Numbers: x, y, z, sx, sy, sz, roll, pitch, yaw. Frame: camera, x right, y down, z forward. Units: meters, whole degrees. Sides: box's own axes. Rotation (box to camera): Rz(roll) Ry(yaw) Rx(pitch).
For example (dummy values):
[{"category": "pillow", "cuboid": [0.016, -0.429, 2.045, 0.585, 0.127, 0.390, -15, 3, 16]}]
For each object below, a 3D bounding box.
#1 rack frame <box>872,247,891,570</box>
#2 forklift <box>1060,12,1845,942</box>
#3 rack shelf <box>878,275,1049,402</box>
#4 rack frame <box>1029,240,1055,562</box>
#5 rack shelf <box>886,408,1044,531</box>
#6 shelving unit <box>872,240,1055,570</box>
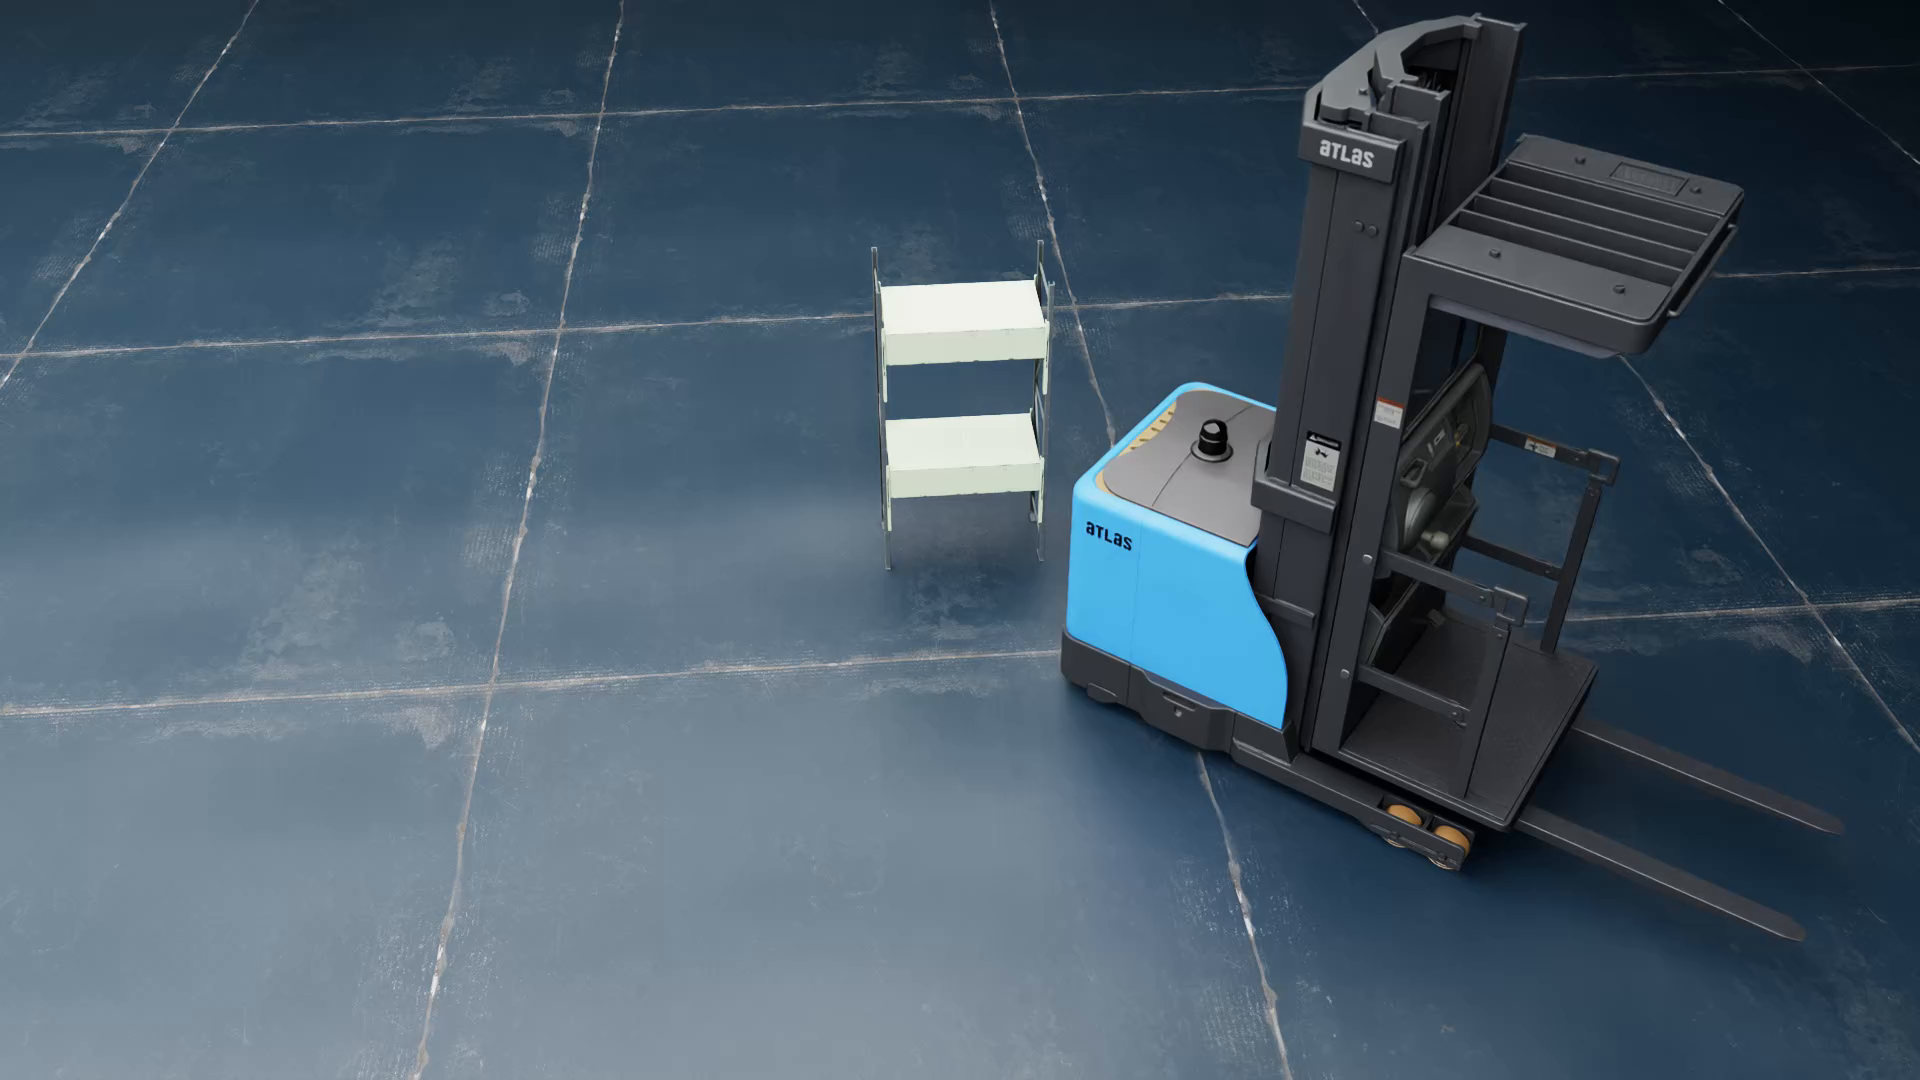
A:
[{"category": "rack frame", "cuboid": [-0.358, -0.569, 7.582, 0.023, 1.500, 0.400, -3, 38, -4]}, {"category": "forklift", "cuboid": [1.940, -0.252, 6.025, 3.031, 2.935, 1.130, 23, 44, 27]}, {"category": "rack shelf", "cuboid": [0.007, -0.896, 7.366, 0.720, 0.370, 0.431, -3, 38, -4]}, {"category": "rack frame", "cuboid": [0.371, -0.609, 7.633, 0.023, 1.500, 0.400, -3, 38, -4]}, {"category": "rack shelf", "cuboid": [0.007, -0.333, 7.810, 0.720, 0.370, 0.431, -3, 38, -4]}, {"category": "shelving unit", "cuboid": [0.007, -0.589, 7.608, 0.755, 1.500, 0.431, -3, 38, -4]}]
